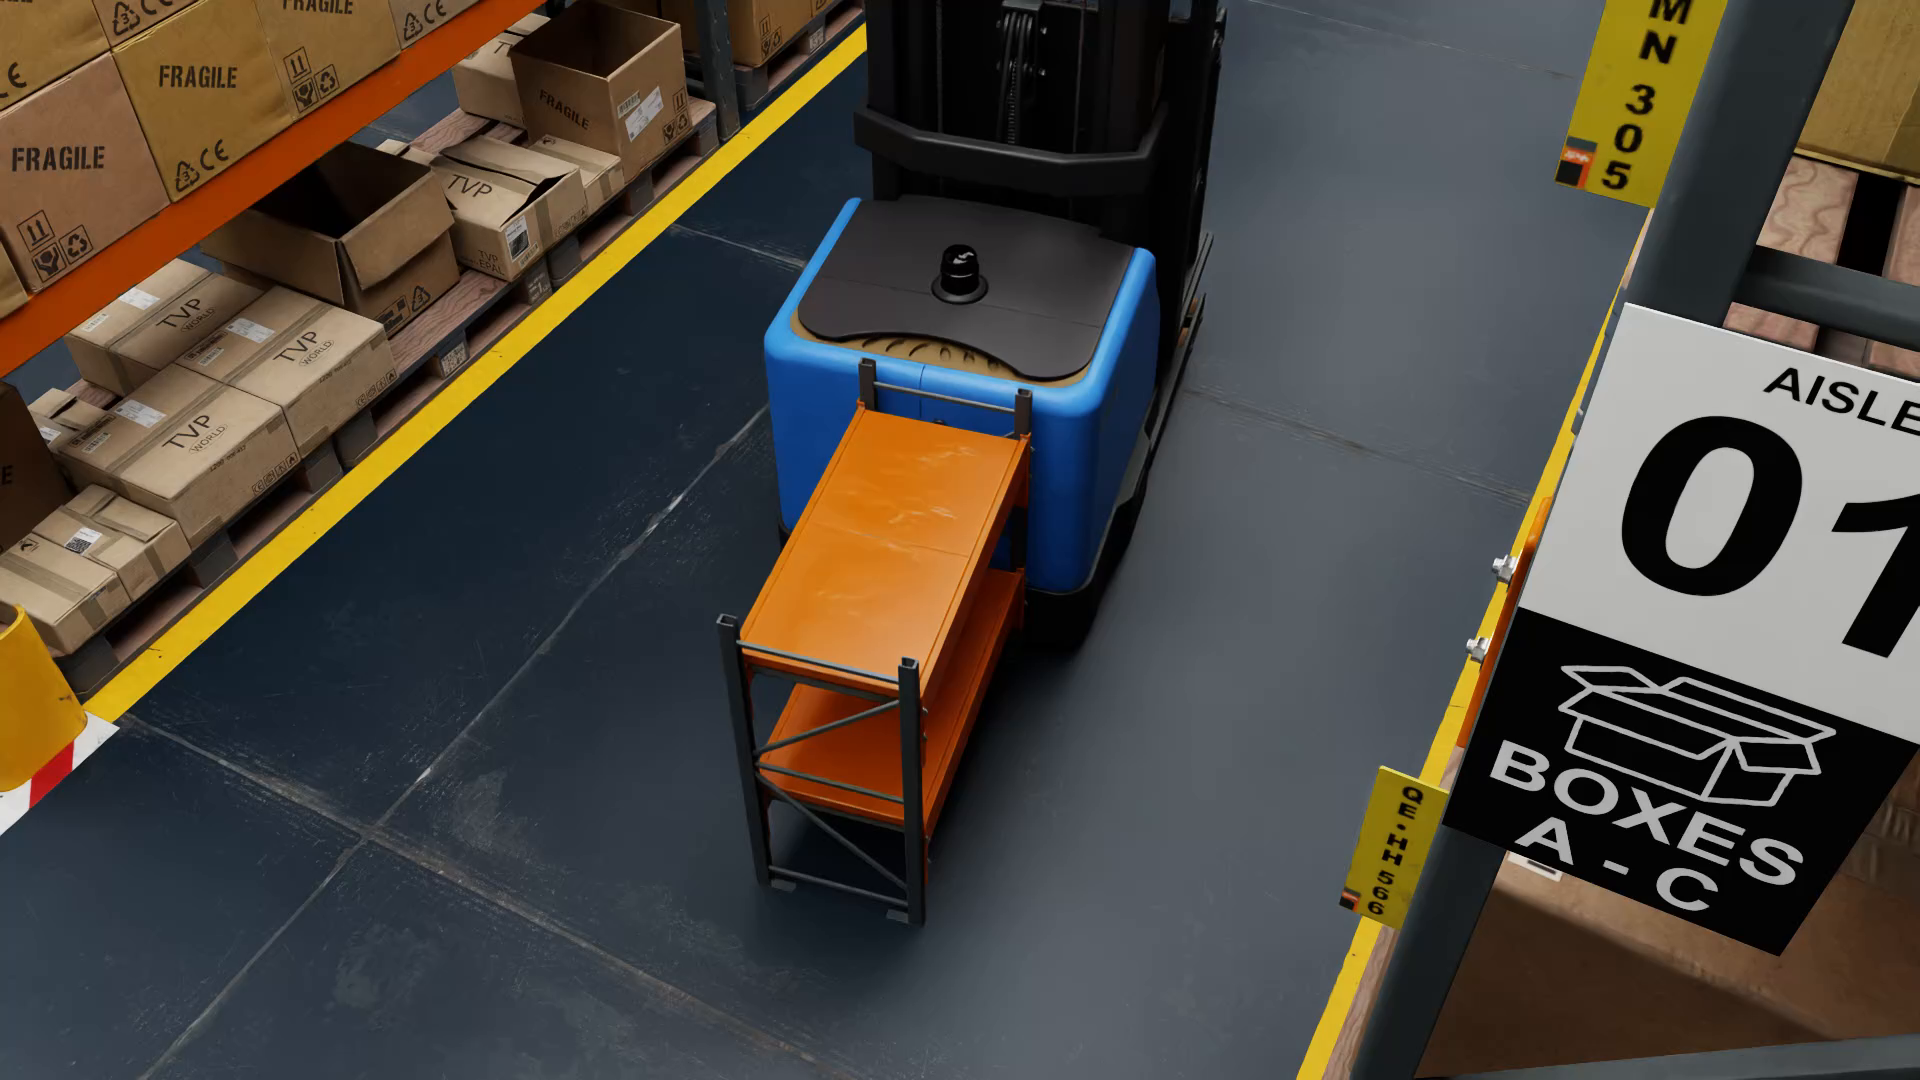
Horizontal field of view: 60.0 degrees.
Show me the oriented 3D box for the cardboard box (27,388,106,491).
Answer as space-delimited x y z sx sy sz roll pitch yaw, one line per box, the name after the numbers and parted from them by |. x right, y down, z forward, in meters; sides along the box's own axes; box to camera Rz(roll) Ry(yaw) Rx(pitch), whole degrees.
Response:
-3.027 -0.341 5.660 0.380 0.166 0.250 20 49 19 | cardboard box

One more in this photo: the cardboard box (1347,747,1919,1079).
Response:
1.288 0.670 2.768 0.980 0.700 0.700 23 50 21 | cardboard box

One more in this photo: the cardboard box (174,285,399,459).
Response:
-2.361 -0.600 5.858 0.500 0.250 0.500 20 49 19 | cardboard box

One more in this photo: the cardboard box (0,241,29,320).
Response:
-2.890 -0.760 4.322 0.500 0.500 0.500 21 49 20 | cardboard box

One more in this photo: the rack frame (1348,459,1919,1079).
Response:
1.060 1.100 2.553 1.000 3.000 0.127 20 49 19 | rack frame

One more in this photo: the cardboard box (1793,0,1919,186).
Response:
1.165 -0.633 1.897 0.500 0.250 0.500 22 49 20 | cardboard box

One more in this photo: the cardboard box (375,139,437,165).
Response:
-2.252 -1.470 6.777 0.380 0.166 0.250 20 49 19 | cardboard box

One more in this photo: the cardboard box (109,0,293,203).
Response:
-2.419 -1.402 4.957 0.500 0.500 0.500 20 49 19 | cardboard box

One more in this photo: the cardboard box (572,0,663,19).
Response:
-1.497 -2.734 7.791 0.500 0.500 0.500 20 49 19 | cardboard box

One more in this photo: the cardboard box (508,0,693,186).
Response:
-1.486 -1.876 6.943 0.500 0.500 0.500 20 49 19 | cardboard box

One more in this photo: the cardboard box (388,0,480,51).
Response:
-1.952 -2.039 5.585 0.500 0.500 0.500 22 49 20 | cardboard box

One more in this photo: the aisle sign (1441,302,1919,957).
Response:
0.761 0.133 1.682 0.394 0.787 0.004 20 49 19 | aisle sign

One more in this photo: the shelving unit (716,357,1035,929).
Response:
-0.191 0.288 4.674 0.538 1.125 1.048 12 47 12 | shelving unit

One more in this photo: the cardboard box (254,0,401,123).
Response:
-2.186 -1.717 5.267 0.500 0.500 0.500 21 49 20 | cardboard box

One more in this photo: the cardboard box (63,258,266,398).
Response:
-2.828 -0.733 5.990 0.500 0.250 0.500 20 49 19 | cardboard box

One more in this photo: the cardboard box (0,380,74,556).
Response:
-3.295 -0.233 5.319 0.500 0.500 0.500 20 49 19 | cardboard box

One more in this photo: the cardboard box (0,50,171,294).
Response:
-2.655 -1.087 4.645 0.500 0.500 0.500 20 49 19 | cardboard box

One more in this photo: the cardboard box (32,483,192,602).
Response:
-2.715 0.001 5.323 0.380 0.166 0.250 20 49 19 | cardboard box

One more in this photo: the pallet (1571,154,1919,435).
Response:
1.395 -0.394 1.983 1.003 0.211 1.213 20 49 19 | pallet

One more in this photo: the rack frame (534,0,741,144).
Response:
-1.473 -3.053 6.658 1.000 3.000 0.127 20 49 19 | rack frame

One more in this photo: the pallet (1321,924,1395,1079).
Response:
1.362 1.551 4.069 1.003 0.211 1.213 20 49 19 | pallet

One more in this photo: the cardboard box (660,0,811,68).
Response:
-1.032 -2.553 7.612 0.500 0.500 0.500 18 48 17 | cardboard box

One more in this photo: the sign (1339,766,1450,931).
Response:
0.586 0.422 2.243 0.100 0.325 0.005 20 49 19 | sign

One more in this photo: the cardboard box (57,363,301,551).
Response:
-2.594 -0.285 5.546 0.500 0.250 0.500 20 49 19 | cardboard box

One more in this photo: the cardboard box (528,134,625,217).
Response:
-1.607 -1.496 6.815 0.380 0.149 0.250 20 49 19 | cardboard box

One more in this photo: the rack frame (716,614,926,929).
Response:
-0.339 0.634 4.332 0.500 1.125 0.032 12 47 12 | rack frame

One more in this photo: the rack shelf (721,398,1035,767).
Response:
-0.191 0.083 4.466 0.538 0.278 1.000 12 47 12 | rack shelf

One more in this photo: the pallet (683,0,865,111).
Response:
-1.128 -2.597 8.169 1.003 0.211 1.213 20 49 19 | pallet

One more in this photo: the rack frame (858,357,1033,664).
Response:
-0.042 -0.058 5.016 0.500 1.125 0.032 12 47 12 | rack frame

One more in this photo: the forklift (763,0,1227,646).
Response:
0.326 -1.762 5.430 1.130 2.935 3.031 12 47 12 | forklift

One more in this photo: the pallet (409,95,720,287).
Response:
-1.792 -1.640 7.223 1.003 0.211 1.213 20 49 19 | pallet

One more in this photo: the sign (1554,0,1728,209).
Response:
0.586 -0.425 1.385 0.100 0.325 0.005 20 49 19 | sign

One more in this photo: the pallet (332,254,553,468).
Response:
-2.357 -0.869 6.460 1.003 0.211 1.213 20 49 19 | pallet

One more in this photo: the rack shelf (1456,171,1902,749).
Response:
1.988 -0.961 2.988 1.077 0.370 4.000 20 49 19 | rack shelf

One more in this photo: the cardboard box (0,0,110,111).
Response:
-2.654 -1.444 4.295 0.500 0.500 0.500 21 49 19 | cardboard box

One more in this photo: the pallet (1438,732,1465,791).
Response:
1.929 0.786 4.825 1.003 0.211 1.213 20 49 19 | pallet

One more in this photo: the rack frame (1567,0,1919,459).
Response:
1.060 -1.008 0.420 1.000 3.000 0.127 20 49 19 | rack frame

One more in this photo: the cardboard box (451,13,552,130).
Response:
-1.859 -2.069 7.267 0.500 0.311 0.500 20 49 19 | cardboard box

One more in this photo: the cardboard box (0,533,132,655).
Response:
-2.831 0.164 5.174 0.380 0.149 0.250 20 49 19 | cardboard box

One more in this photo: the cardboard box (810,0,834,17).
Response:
-0.794 -2.893 7.948 0.500 0.500 0.500 21 49 20 | cardboard box

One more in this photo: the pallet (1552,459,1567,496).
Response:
2.495 0.014 5.588 1.003 0.211 1.213 20 49 19 | pallet

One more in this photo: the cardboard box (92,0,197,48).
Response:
-2.417 -1.757 4.604 0.500 0.500 0.500 21 49 20 | cardboard box

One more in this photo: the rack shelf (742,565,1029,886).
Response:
-0.191 0.460 4.848 0.538 0.278 1.000 12 47 12 | rack shelf

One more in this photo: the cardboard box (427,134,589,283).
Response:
-1.834 -1.337 6.544 0.500 0.311 0.500 20 49 19 | cardboard box

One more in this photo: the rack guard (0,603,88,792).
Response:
-3.294 0.298 5.104 1.175 0.500 0.348 20 49 19 | rack guard

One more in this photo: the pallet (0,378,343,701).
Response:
-2.925 -0.103 5.703 1.003 0.211 1.213 20 49 19 | pallet

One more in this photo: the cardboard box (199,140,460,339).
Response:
-2.340 -1.144 6.218 0.797 0.503 0.637 20 49 19 | cardboard box
